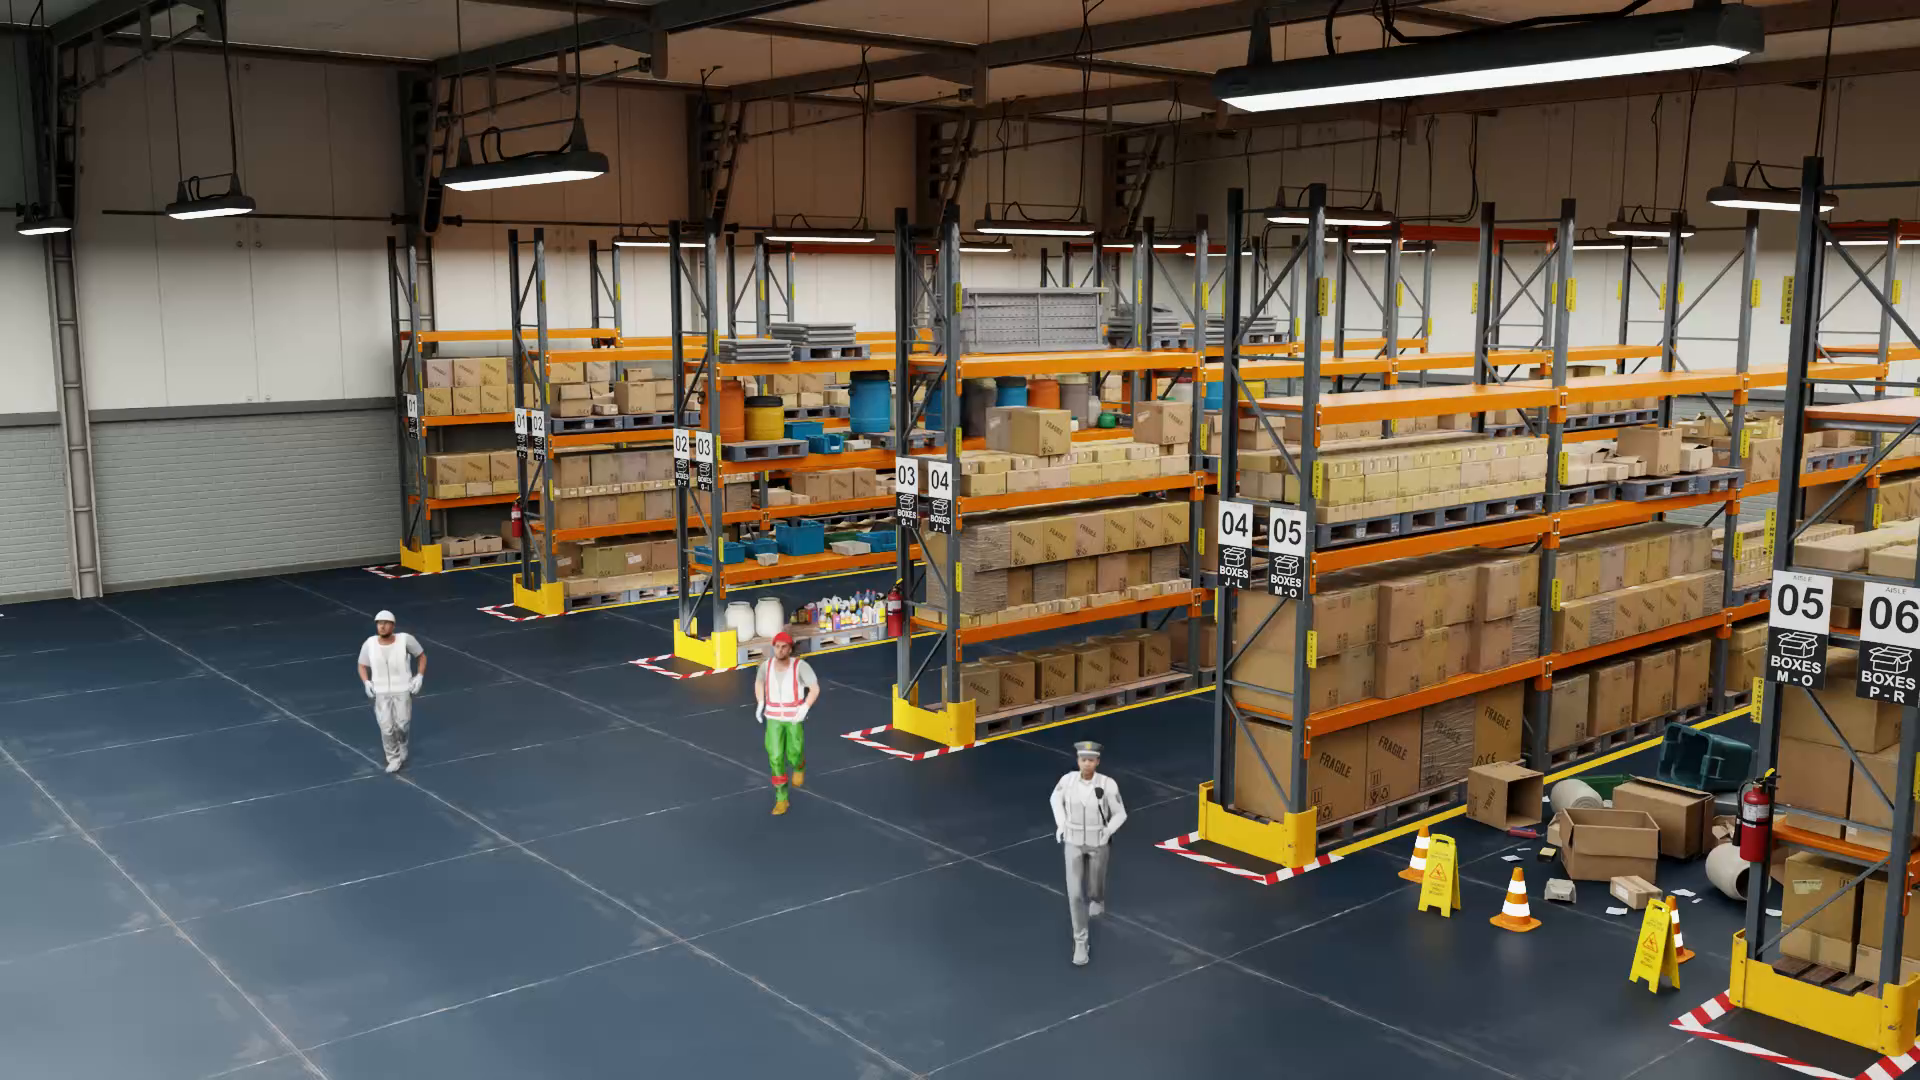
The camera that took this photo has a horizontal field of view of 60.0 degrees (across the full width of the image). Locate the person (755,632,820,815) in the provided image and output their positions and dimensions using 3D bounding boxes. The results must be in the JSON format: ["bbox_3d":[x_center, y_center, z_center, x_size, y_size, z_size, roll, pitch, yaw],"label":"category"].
[{"bbox_3d":[-1.729,1.771,16.578,0.674,1.774,0.842,1,9,5],"label":"person"}]

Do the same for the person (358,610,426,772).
[{"bbox_3d":[-6.037,1.610,17.665,0.688,1.740,0.532,-2,9,-10],"label":"person"}]

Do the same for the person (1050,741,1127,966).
[{"bbox_3d":[0.989,2.376,12.985,0.618,1.690,0.808,2,9,11],"label":"person"}]
